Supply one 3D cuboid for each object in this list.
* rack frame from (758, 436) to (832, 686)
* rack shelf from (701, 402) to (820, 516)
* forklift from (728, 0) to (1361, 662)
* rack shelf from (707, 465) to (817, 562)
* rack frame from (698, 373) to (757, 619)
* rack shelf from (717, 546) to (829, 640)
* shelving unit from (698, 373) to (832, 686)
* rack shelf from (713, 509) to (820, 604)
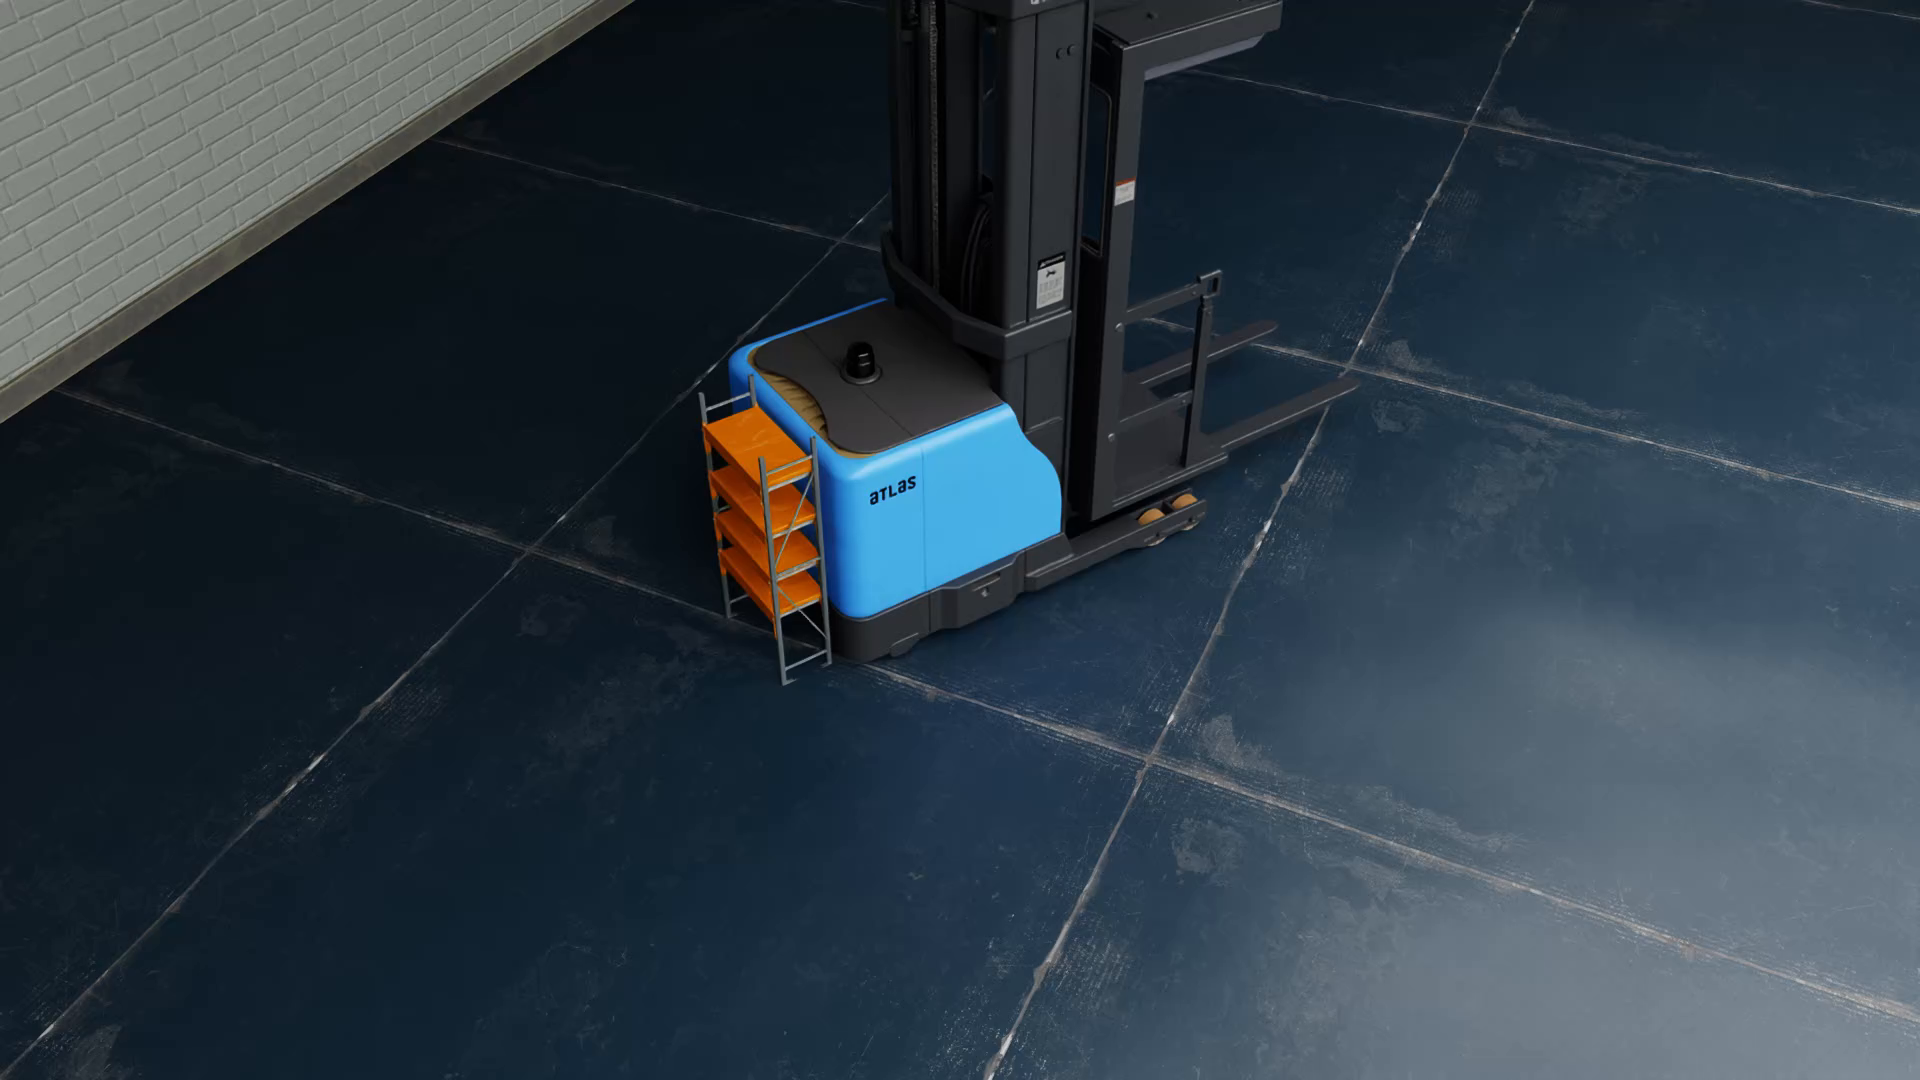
[{"bbox_3d":[-0.643,0.109,6.593,0.240,1.200,0.015,-24,46,-25],"label":"rack frame"},{"bbox_3d":[-0.780,-0.321,6.488,0.258,0.148,0.480,-24,46,-25],"label":"rack shelf"},{"bbox_3d":[0.532,-1.349,6.953,3.031,2.935,1.130,-23,46,-25],"label":"forklift"},{"bbox_3d":[-0.780,-0.142,6.643,0.258,0.148,0.480,-24,46,-25],"label":"rack shelf"},{"bbox_3d":[-0.916,-0.157,6.899,0.240,1.200,0.015,-24,46,-25],"label":"rack frame"},{"bbox_3d":[-0.780,0.177,6.920,0.258,0.148,0.480,-24,46,-25],"label":"rack shelf"},{"bbox_3d":[-0.780,-0.024,6.746,0.258,1.200,0.503,-24,46,-25],"label":"shelving unit"},{"bbox_3d":[-0.780,0.027,6.790,0.258,0.148,0.480,-24,46,-25],"label":"rack shelf"}]
